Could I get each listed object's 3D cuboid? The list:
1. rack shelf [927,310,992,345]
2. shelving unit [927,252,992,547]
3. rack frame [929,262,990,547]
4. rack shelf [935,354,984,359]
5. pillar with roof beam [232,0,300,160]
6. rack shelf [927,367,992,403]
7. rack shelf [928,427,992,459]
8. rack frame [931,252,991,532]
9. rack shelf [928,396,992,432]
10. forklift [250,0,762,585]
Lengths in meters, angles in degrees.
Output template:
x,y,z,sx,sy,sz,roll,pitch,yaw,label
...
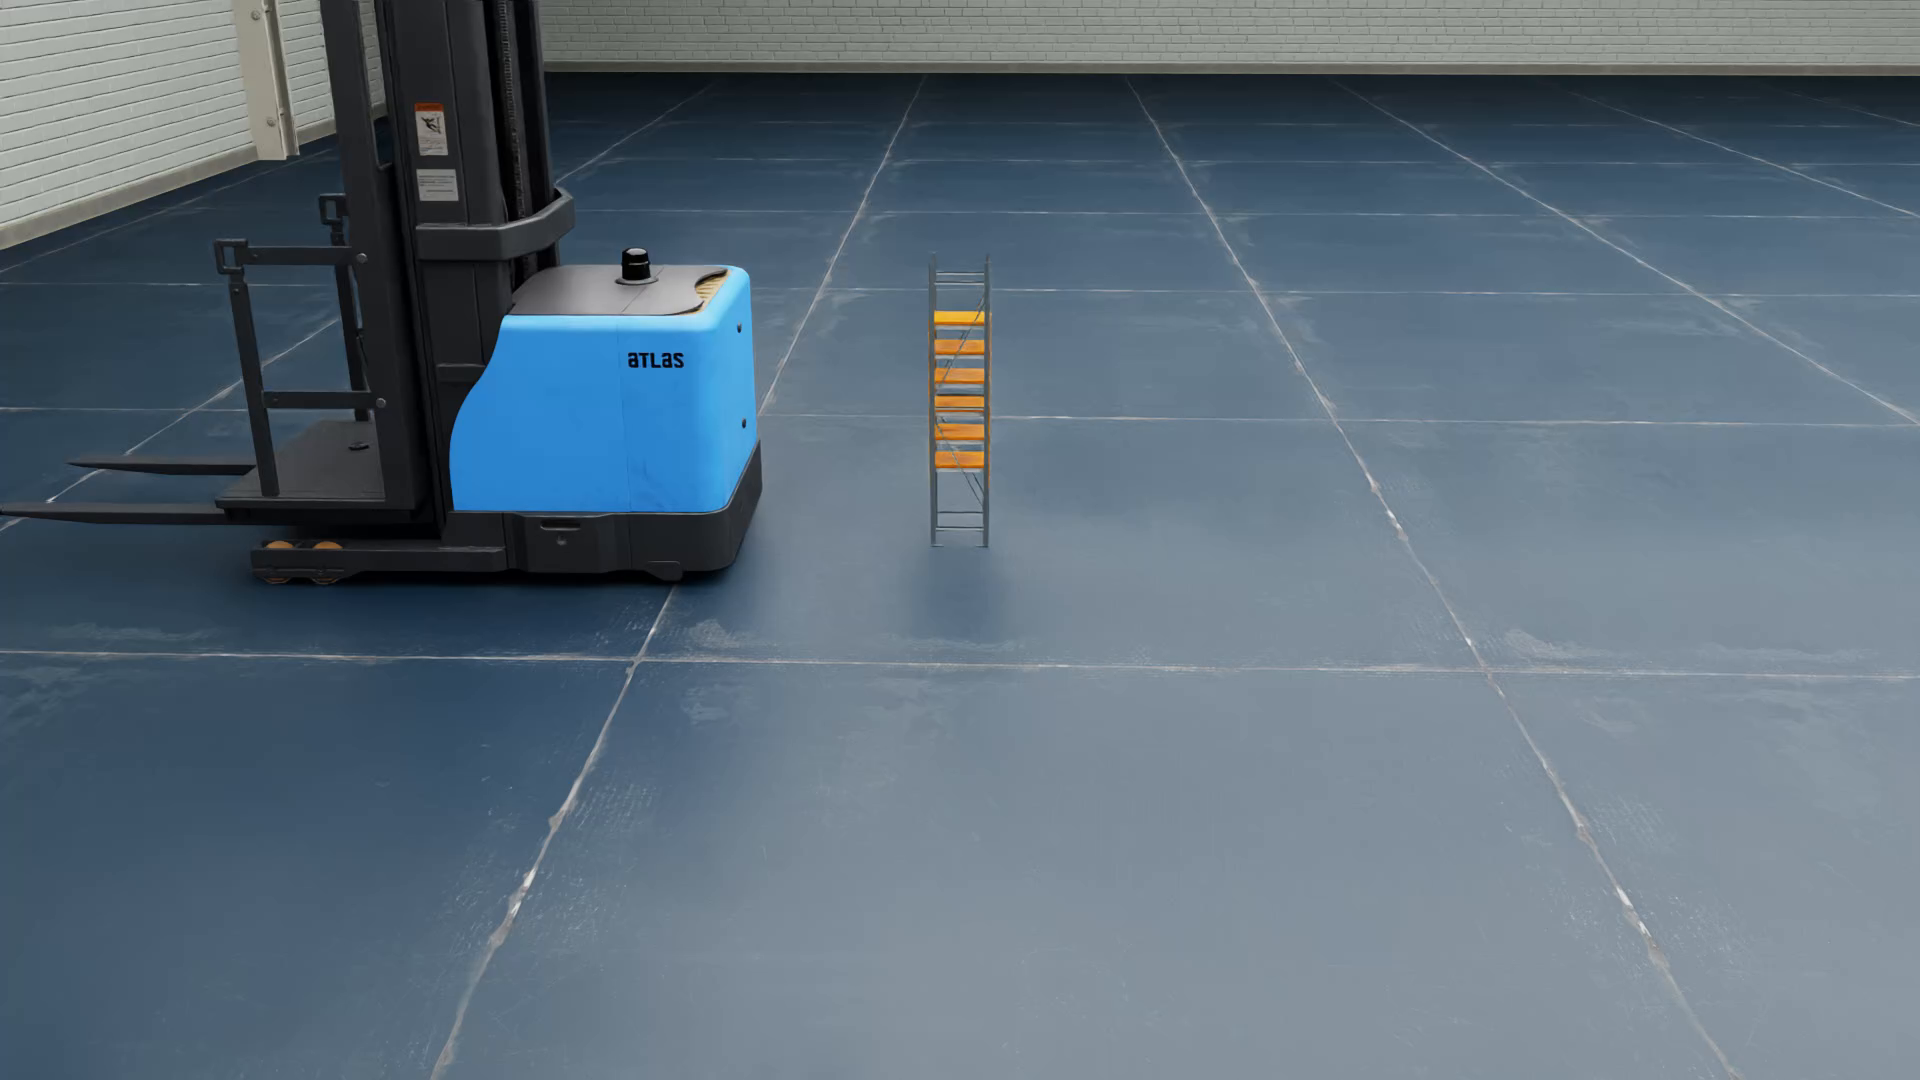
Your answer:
x,y,z,sx,sy,sz,roll,pitch,yaw,label
0.000,-0.859,6.711,0.258,0.103,0.180,1,21,2,rack shelf
0.000,-0.565,6.825,0.258,1.200,0.189,1,21,2,shelving unit
-0.002,-0.532,6.740,0.240,1.200,0.006,1,21,2,rack frame
0.000,-0.765,6.747,0.199,0.020,0.166,1,21,2,rack shelf
-2.792,-8.128,15.536,9.100,9.000,0.400,1,21,2,pillar with roof beam
0.000,-0.635,6.798,0.258,0.103,0.180,1,21,2,rack shelf
0.000,-0.411,6.885,0.258,0.103,0.180,1,21,2,rack shelf
0.003,-0.598,6.911,0.240,1.200,0.006,1,21,2,rack frame
0.000,-0.523,6.841,0.258,0.103,0.180,1,21,2,rack shelf
-2.405,-1.381,6.536,3.031,2.935,1.130,1,21,2,forklift
